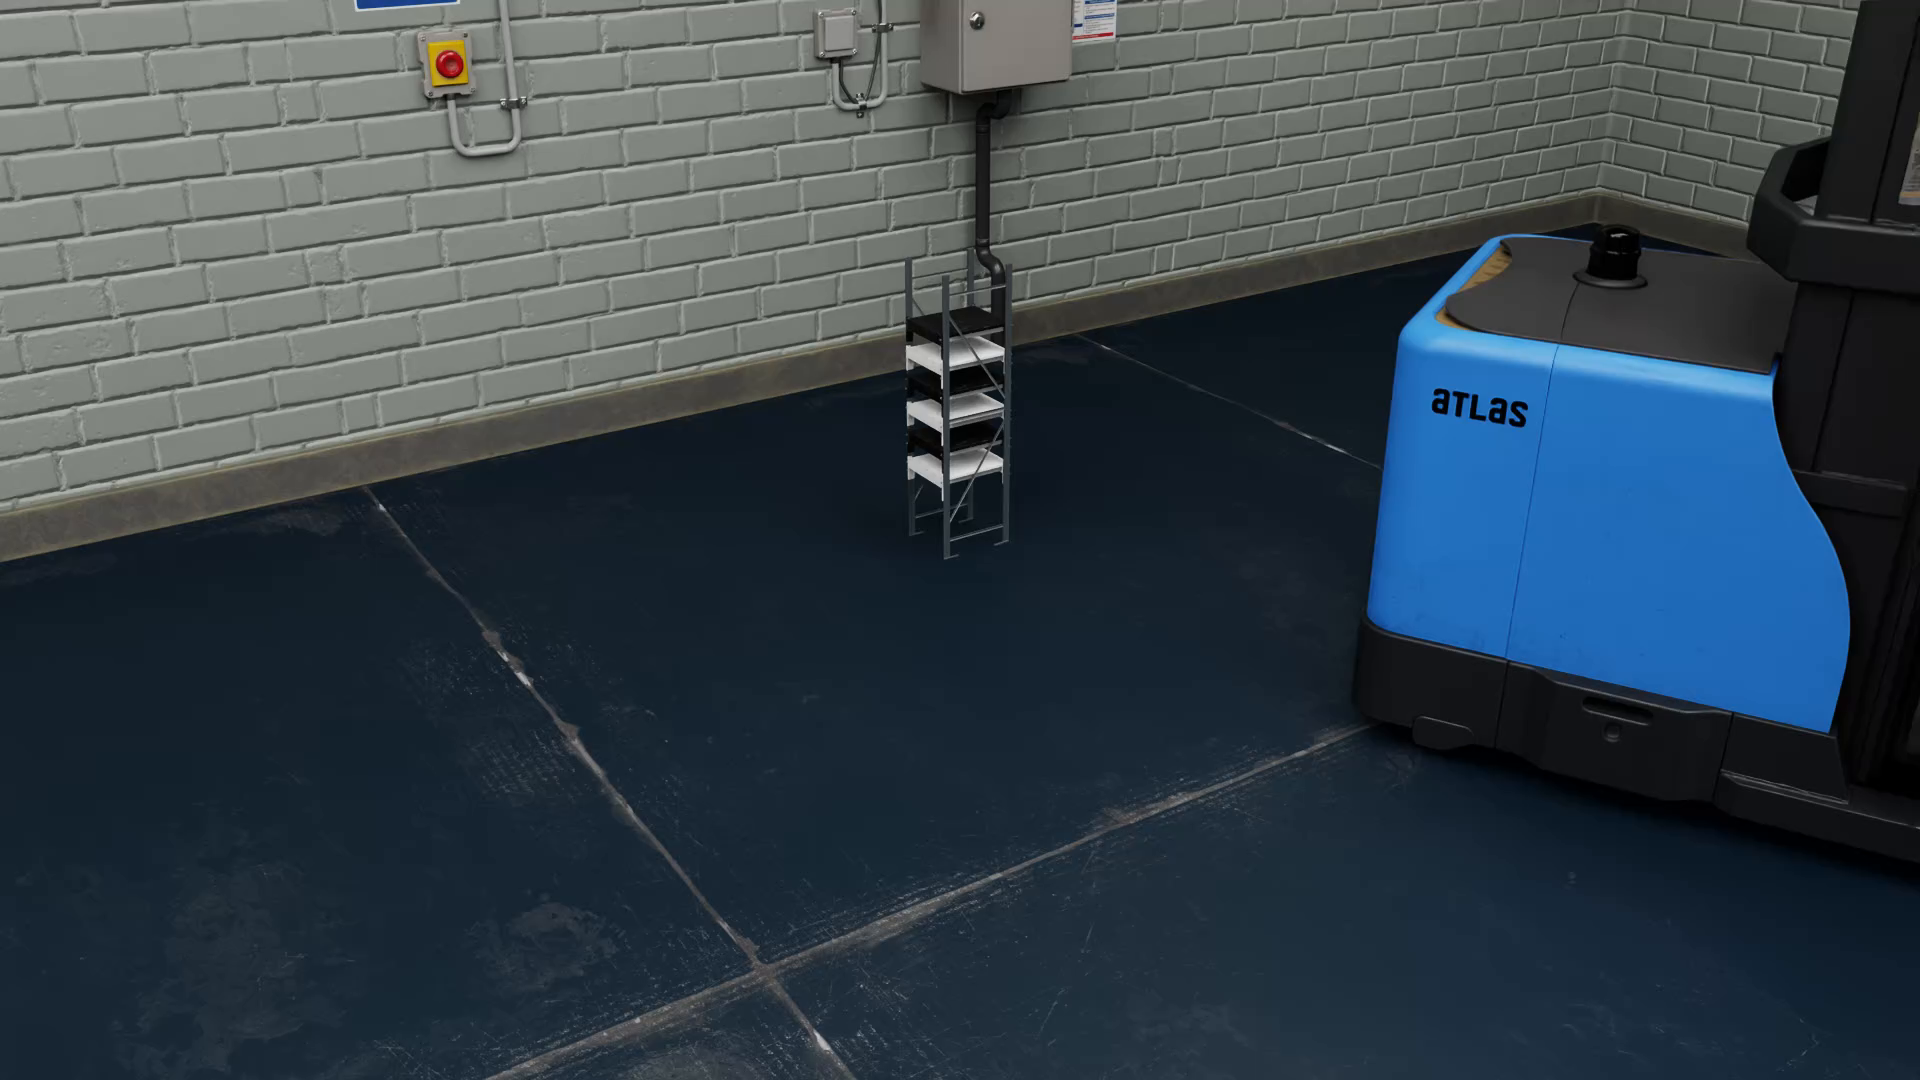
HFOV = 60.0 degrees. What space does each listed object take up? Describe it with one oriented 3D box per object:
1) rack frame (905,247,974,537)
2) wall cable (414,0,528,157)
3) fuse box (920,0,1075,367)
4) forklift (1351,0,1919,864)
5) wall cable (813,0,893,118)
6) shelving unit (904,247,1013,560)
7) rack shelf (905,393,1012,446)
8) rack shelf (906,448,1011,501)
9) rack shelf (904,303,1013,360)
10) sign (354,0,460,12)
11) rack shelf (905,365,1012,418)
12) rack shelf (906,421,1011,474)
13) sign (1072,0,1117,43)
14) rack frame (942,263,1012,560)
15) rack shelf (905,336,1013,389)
[{"bbox_3d":[-0.060,-0.446,5.141,0.240,0.900,0.006,-16,29,-30],"label":"rack frame"},{"bbox_3d":[-1.650,-2.103,4.965,0.585,1.953,0.123,-16,29,-30],"label":"wall cable"},{"bbox_3d":[0.190,-1.484,6.390,0.539,1.711,0.414,-16,29,-30],"label":"fuse box"},{"bbox_3d":[2.537,-0.721,3.343,3.031,2.935,1.130,13,28,26],"label":"forklift"},{"bbox_3d":[-0.468,-2.424,5.681,0.588,1.984,0.122,-16,29,-30],"label":"wall cable"},{"bbox_3d":[-0.004,-0.410,5.064,0.258,0.900,0.210,-16,29,-30],"label":"shelving unit"},{"bbox_3d":[-0.004,-0.380,5.078,0.258,0.077,0.200,-16,29,-30],"label":"rack shelf"},{"bbox_3d":[-0.004,-0.217,5.155,0.258,0.077,0.200,-16,29,-30],"label":"rack shelf"},{"bbox_3d":[-0.004,-0.624,4.963,0.258,0.077,0.200,-16,29,-30],"label":"rack shelf"},{"bbox_3d":[-1.724,-1.763,5.153,0.327,0.218,0.001,-16,29,-30],"label":"sign"},{"bbox_3d":[-0.004,-0.461,5.040,0.258,0.077,0.200,-16,29,-30],"label":"rack shelf"},{"bbox_3d":[-0.004,-0.298,5.117,0.258,0.077,0.200,-16,29,-30],"label":"rack shelf"},{"bbox_3d":[0.491,-2.213,6.536,0.329,0.494,0.001,-16,29,-30],"label":"sign"},{"bbox_3d":[0.051,-0.373,4.987,0.240,0.900,0.006,-16,29,-30],"label":"rack frame"},{"bbox_3d":[-0.004,-0.542,5.001,0.258,0.077,0.200,-16,29,-30],"label":"rack shelf"}]
